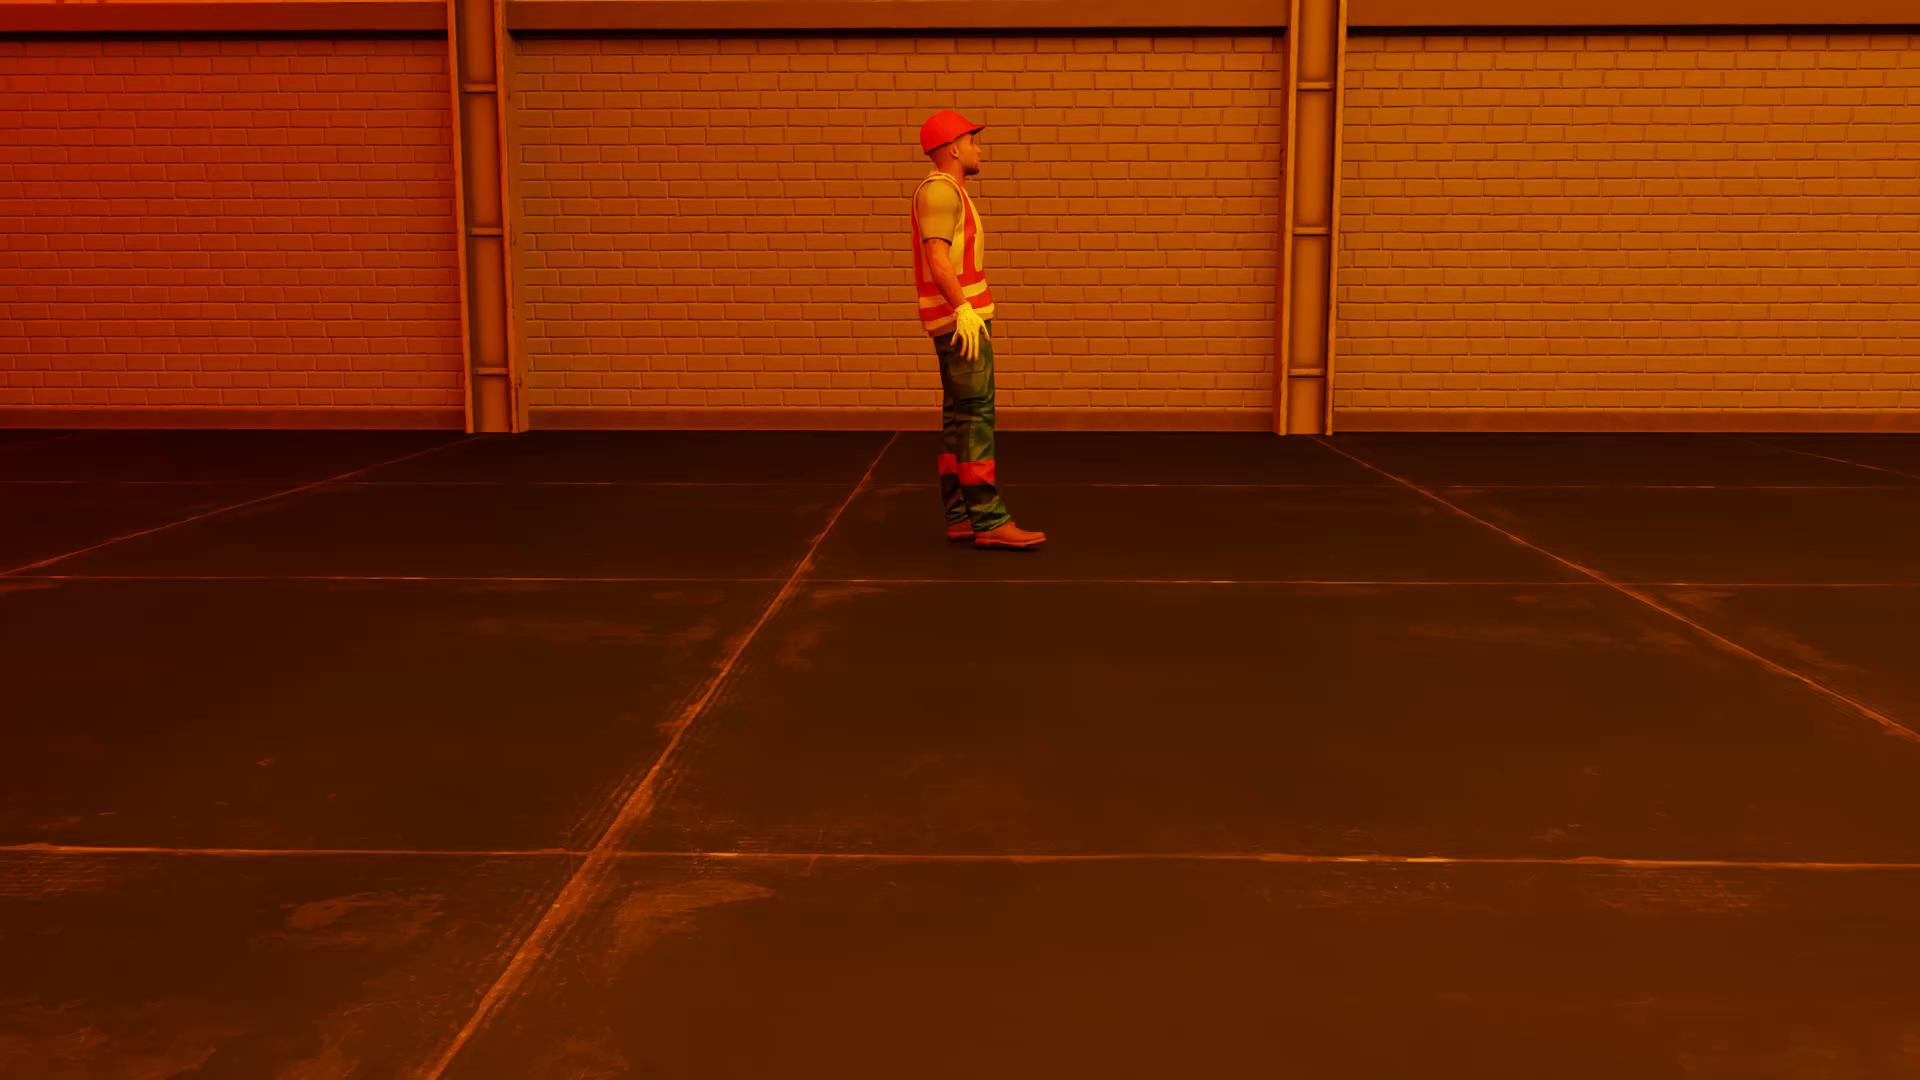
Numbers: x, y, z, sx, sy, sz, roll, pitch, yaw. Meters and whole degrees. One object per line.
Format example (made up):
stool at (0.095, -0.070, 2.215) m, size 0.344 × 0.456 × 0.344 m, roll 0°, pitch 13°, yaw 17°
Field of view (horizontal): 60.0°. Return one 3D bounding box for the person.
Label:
person at (0.079, -0.890, 6.977) m, size 0.564 × 1.787 × 0.637 m, roll 0°, pitch 9°, yaw 1°
